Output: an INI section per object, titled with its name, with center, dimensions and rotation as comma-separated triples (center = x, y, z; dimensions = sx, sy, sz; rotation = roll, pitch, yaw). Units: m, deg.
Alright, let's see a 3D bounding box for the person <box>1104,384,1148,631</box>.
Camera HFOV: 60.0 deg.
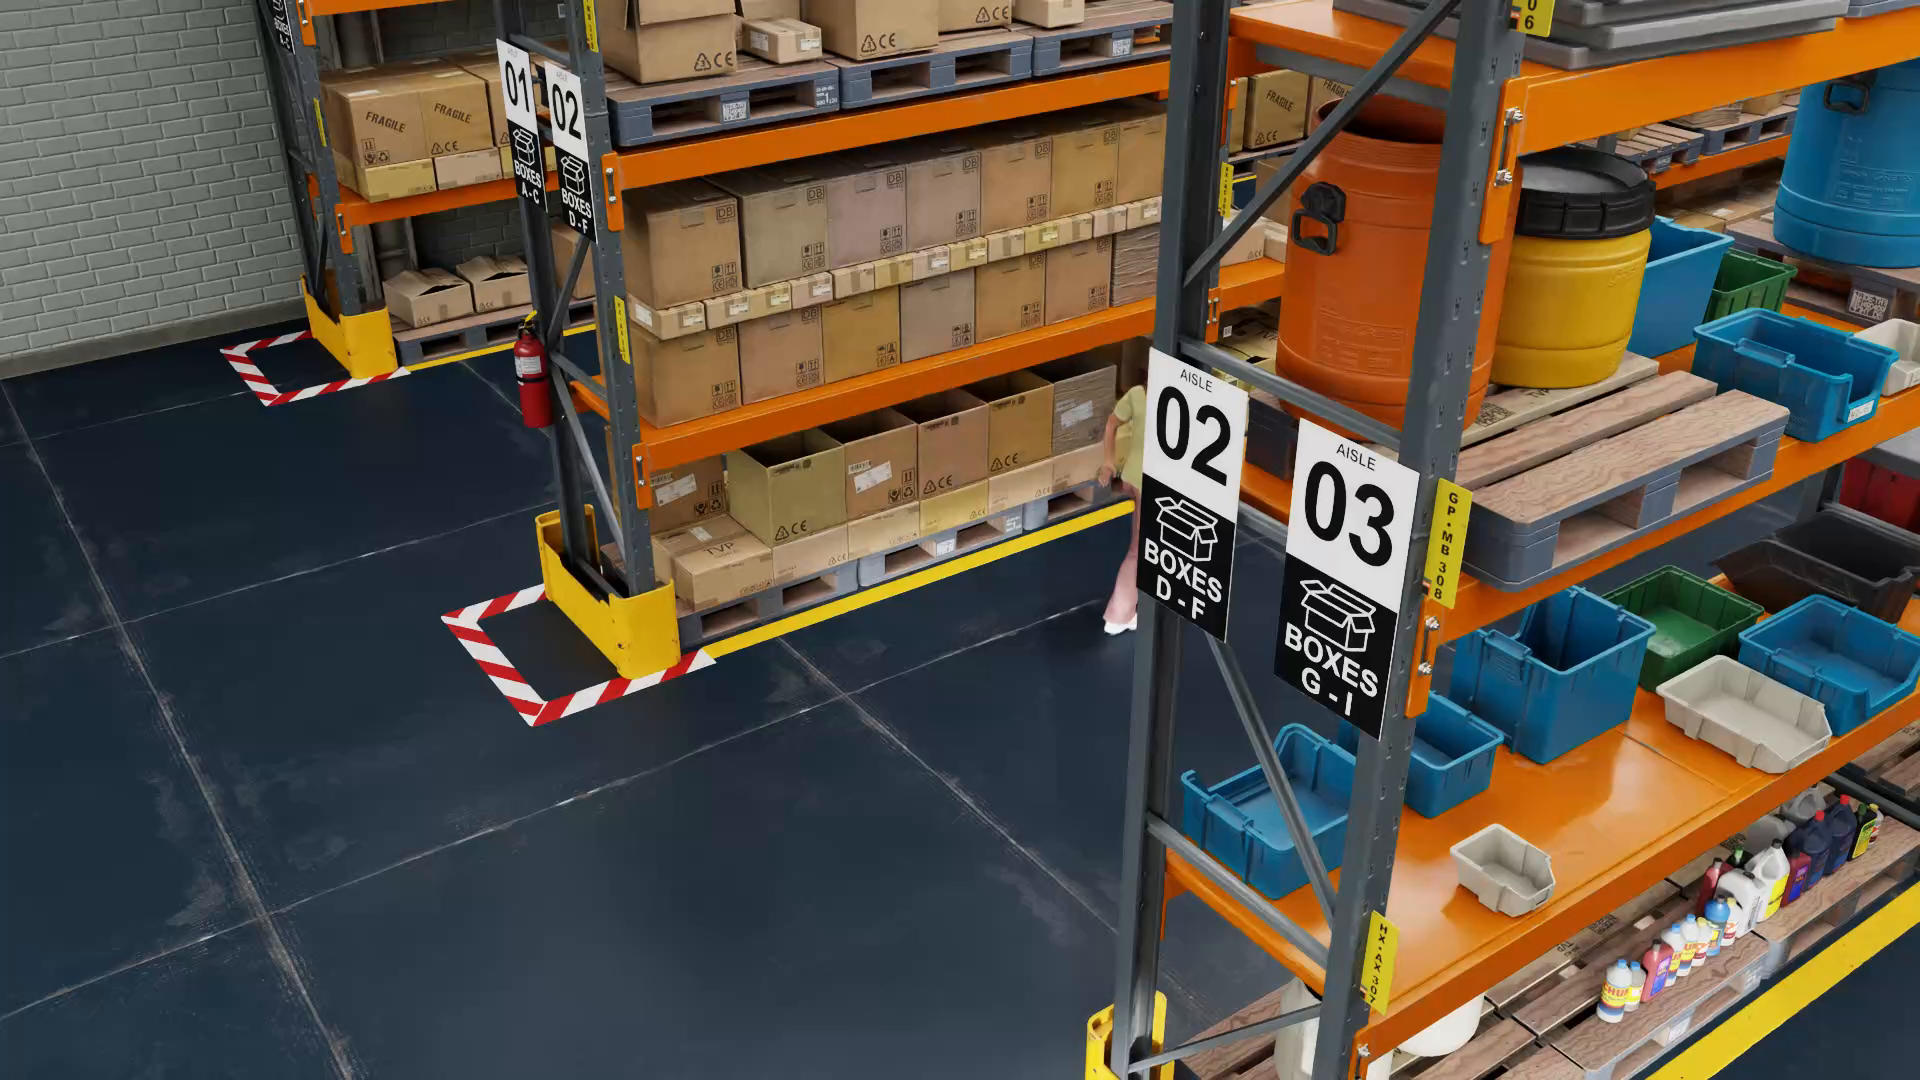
[person]
center = 1.125, -0.308, 9.241
dimensions = 0.740, 1.614, 0.605
rotation = -16, 32, -26
